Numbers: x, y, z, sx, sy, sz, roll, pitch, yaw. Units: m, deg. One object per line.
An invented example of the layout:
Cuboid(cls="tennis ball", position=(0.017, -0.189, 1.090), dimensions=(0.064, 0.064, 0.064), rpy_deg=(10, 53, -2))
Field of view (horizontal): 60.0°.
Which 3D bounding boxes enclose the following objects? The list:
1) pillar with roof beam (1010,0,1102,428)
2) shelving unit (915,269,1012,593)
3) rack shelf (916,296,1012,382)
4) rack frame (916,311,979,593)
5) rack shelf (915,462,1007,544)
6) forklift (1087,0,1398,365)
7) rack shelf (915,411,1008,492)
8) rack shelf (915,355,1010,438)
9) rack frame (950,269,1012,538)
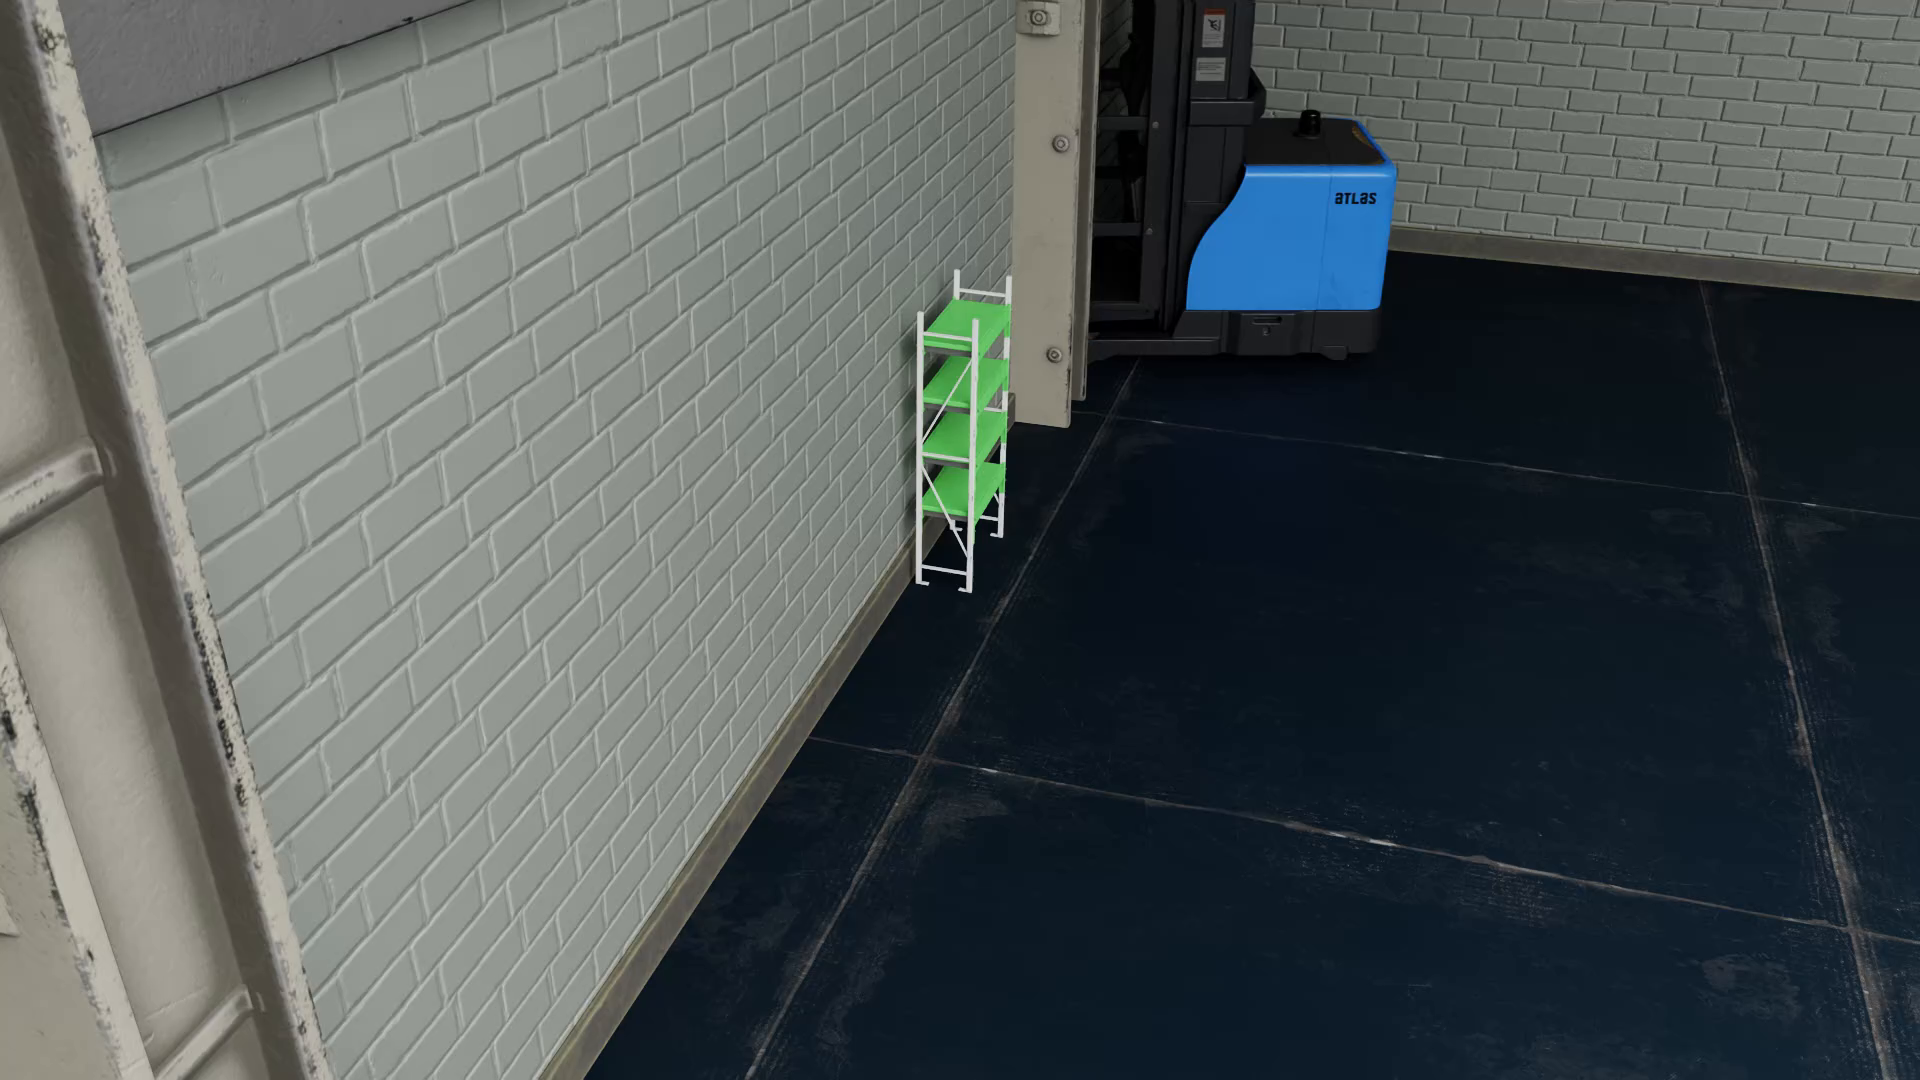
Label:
Cuboid(cls="pillar with roof beam", position=(4.560, -3.988, 5.162), dimensions=(9.100, 9.000, 0.400), rpy_deg=(8, 30, 15))
Cuboid(cls="shelving unit", position=(0.013, -0.441, 6.803), dimensions=(0.258, 1.200, 0.503), rpy_deg=(9, 30, 14))
Cuboid(cls="rack shelf", position=(0.020, -0.803, 6.599), dimensions=(0.258, 0.148, 0.480), rpy_deg=(9, 30, 14))
Cuboid(cls="rack frame", position=(-0.057, -0.327, 6.599), dimensions=(0.240, 1.200, 0.015), rpy_deg=(9, 30, 14))
Cuboid(cls="rack shelf", position=(0.007, -0.176, 6.952), dimensions=(0.258, 0.148, 0.480), rpy_deg=(9, 30, 14))
Cuboid(cls="forklift", position=(0.741, -2.474, 8.683), dimensions=(3.031, 2.935, 1.130), rpy_deg=(0, 29, 0))
Cuboid(cls="rack shelf", position=(0.011, -0.385, 6.835), dimensions=(0.258, 0.148, 0.480), rpy_deg=(9, 30, 14))
Cuboid(cls="rack shelf", position=(0.016, -0.594, 6.717), dimensions=(0.258, 0.148, 0.480), rpy_deg=(9, 30, 14))
Cuboid(cls="rack frame", position=(0.082, -0.555, 7.008), dimensions=(0.240, 1.200, 0.015), rpy_deg=(9, 30, 14))
